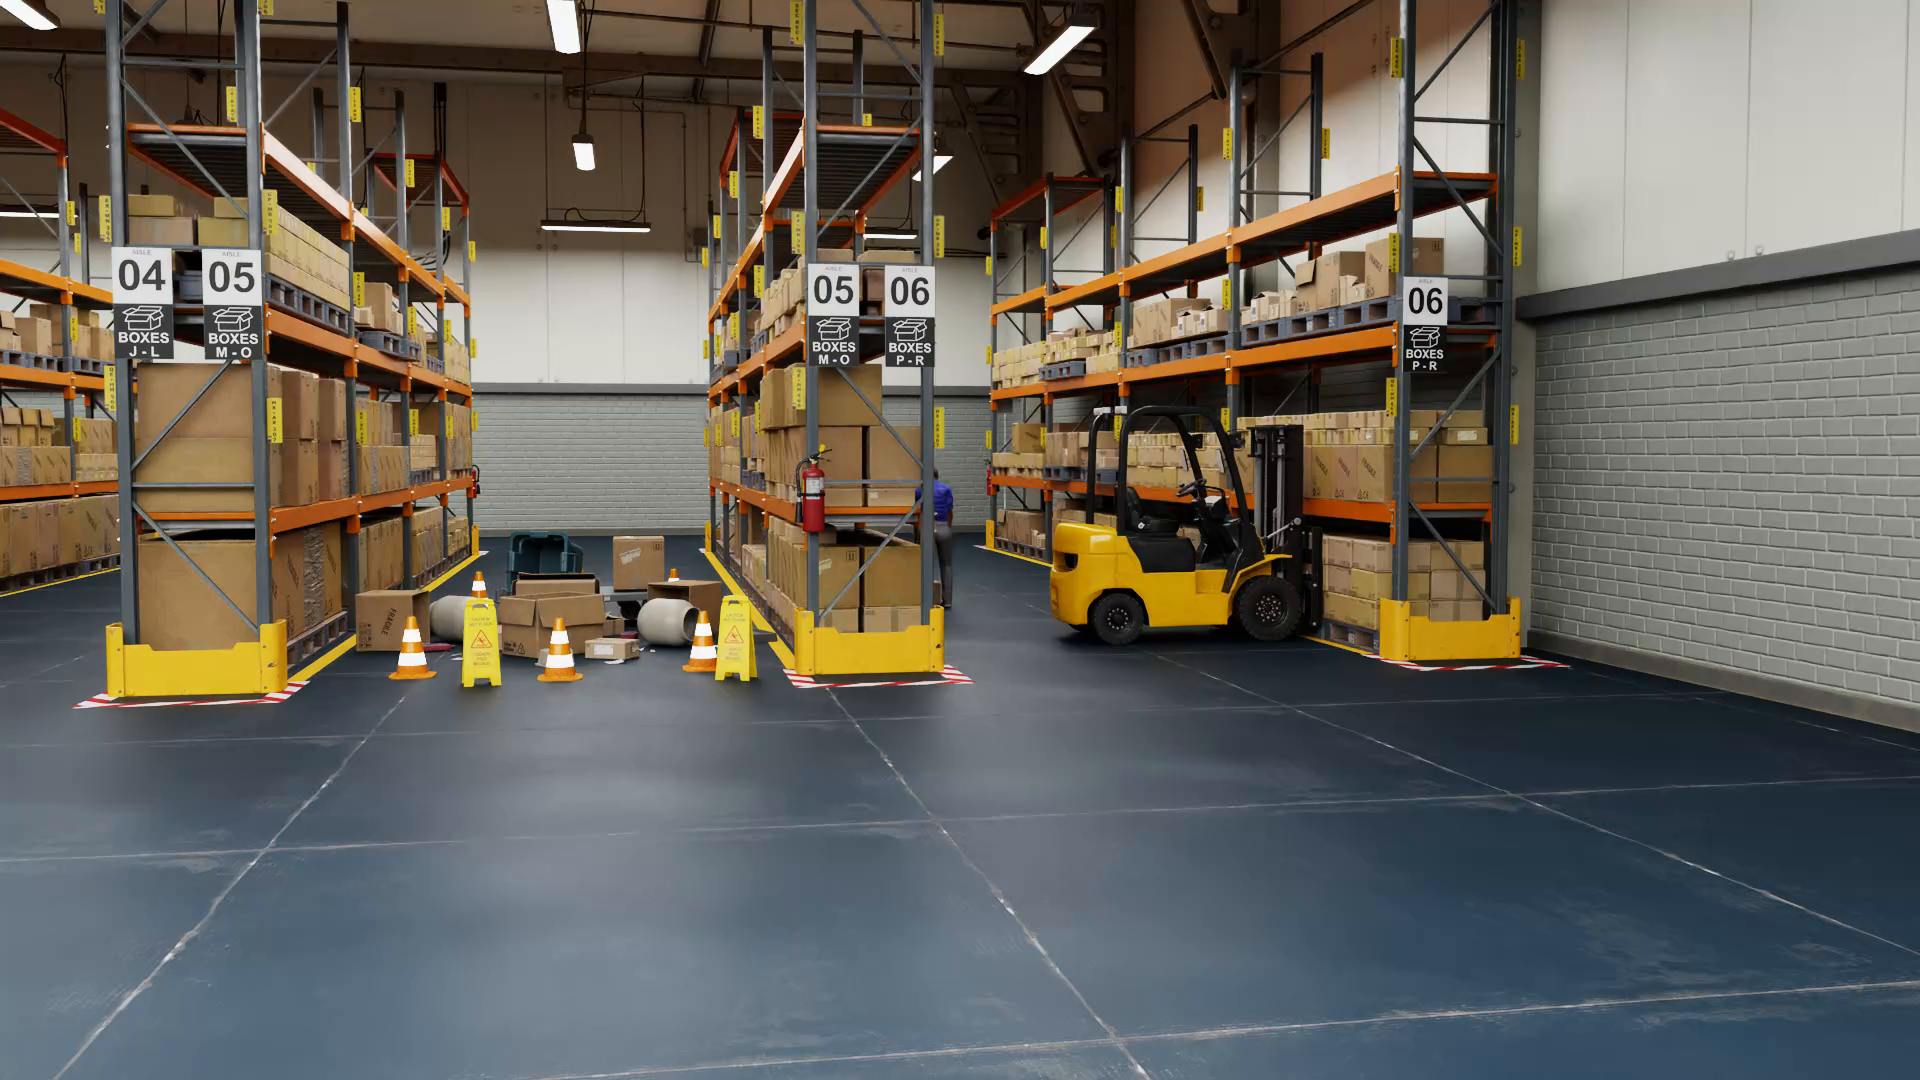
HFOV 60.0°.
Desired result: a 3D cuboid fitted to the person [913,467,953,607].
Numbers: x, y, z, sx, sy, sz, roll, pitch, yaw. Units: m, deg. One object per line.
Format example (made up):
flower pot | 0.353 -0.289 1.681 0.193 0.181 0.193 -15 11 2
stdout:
person | -0.305 -0.031 18.522 0.465 1.588 0.411 -1 3 -10
